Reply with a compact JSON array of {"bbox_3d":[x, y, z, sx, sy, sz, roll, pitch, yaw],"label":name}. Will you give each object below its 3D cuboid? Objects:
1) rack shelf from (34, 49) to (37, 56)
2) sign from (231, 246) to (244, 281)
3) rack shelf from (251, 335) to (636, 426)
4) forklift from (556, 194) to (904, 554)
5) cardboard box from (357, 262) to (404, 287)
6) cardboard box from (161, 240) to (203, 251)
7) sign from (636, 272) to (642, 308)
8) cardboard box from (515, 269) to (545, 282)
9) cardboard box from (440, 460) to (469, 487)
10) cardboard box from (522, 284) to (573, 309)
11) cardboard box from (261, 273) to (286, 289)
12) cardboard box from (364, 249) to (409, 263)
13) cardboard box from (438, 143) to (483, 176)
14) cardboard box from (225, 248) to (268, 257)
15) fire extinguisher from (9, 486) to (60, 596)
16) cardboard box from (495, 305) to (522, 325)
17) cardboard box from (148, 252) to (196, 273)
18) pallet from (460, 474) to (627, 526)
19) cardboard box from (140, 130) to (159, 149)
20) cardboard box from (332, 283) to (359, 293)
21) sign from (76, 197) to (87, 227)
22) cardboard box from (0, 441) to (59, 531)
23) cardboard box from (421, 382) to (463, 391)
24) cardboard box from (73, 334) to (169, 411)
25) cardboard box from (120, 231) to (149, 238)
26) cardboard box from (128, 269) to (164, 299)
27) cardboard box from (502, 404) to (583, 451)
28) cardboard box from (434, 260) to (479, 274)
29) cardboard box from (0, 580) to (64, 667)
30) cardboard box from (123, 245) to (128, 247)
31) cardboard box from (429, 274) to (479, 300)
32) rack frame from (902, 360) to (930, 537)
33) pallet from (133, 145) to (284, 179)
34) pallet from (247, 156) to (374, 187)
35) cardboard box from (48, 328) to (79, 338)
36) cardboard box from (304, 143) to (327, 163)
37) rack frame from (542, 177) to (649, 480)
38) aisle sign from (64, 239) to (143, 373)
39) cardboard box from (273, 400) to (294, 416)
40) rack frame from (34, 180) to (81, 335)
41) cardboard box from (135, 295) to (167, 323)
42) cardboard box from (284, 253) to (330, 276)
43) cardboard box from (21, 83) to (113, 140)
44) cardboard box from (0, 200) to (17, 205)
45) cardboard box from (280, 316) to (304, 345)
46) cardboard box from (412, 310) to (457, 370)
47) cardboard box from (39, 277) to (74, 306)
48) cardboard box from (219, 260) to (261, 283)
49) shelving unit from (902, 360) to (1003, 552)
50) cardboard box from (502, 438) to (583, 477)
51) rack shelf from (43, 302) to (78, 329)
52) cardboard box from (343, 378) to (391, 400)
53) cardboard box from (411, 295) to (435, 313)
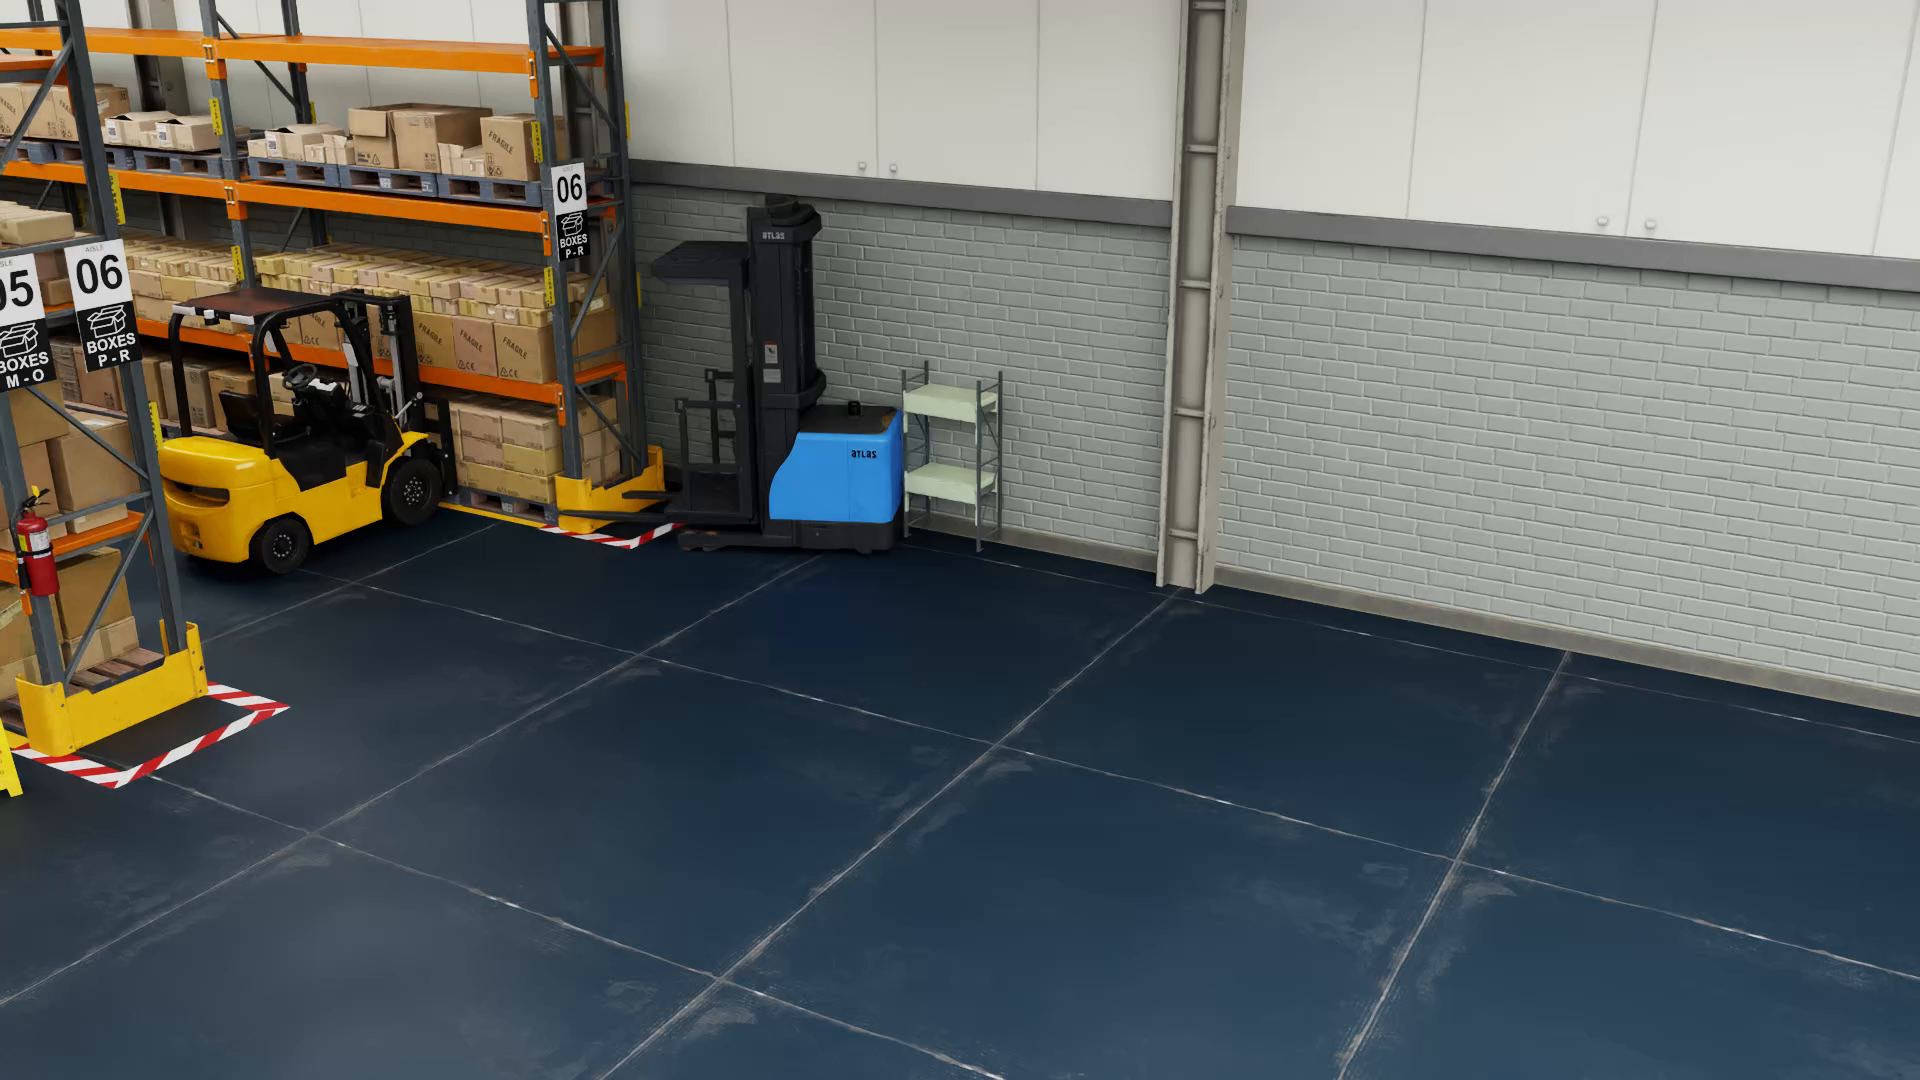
[{"bbox_3d":[-11.948,-5.620,18.601,4.000,0.370,1.077,11,23,27],"label":"rack shelf"},{"bbox_3d":[-6.966,-2.672,16.048,0.005,0.325,0.100,11,23,27],"label":"sign"},{"bbox_3d":[-4.964,-1.657,15.888,4.000,0.370,1.077,11,23,27],"label":"rack shelf"},{"bbox_3d":[-2.022,-1.457,14.382,3.031,2.935,1.130,2,20,6],"label":"forklift"},{"bbox_3d":[-5.413,-2.488,15.588,0.250,0.149,0.380,11,23,27],"label":"cardboard box"},{"bbox_3d":[-8.221,-3.070,17.629,0.250,0.149,0.380,11,23,28],"label":"cardboard box"},{"bbox_3d":[-2.942,-2.271,15.140,0.005,0.325,0.100,11,23,27],"label":"sign"},{"bbox_3d":[-3.857,-2.367,15.256,0.250,0.149,0.380,11,23,28],"label":"cardboard box"},{"bbox_3d":[-4.644,-0.723,15.674,0.500,0.250,0.500,11,23,28],"label":"cardboard box"},{"bbox_3d":[-3.634,-2.151,14.661,0.250,0.149,0.380,11,23,27],"label":"cardboard box"},{"bbox_3d":[-6.560,-2.549,16.192,0.250,0.149,0.380,10,22,26],"label":"cardboard box"},{"bbox_3d":[-5.599,-2.740,16.282,0.250,0.149,0.380,10,22,26],"label":"cardboard box"},{"bbox_3d":[-4.311,-3.344,14.518,0.258,0.266,0.396,11,23,27],"label":"cardboard box"},{"bbox_3d":[-7.339,-2.904,17.173,0.250,0.149,0.380,11,23,27],"label":"cardboard box"},{"bbox_3d":[-5.760,0.008,10.355,0.183,0.674,0.296,11,23,27],"label":"fire extinguisher"},{"bbox_3d":[-3.895,-2.023,14.742,0.250,0.149,0.380,11,23,28],"label":"cardboard box"},{"bbox_3d":[-8.031,-2.831,16.971,0.250,0.149,0.380,10,22,26],"label":"cardboard box"},{"bbox_3d":[-3.906,-0.467,15.640,1.213,0.211,1.003,11,23,27],"label":"pallet"},{"bbox_3d":[-7.818,-3.957,16.380,0.250,0.149,0.380,11,23,27],"label":"cardboard box"},{"bbox_3d":[-5.685,-2.364,15.683,0.250,0.149,0.380,11,22,27],"label":"cardboard box"},{"bbox_3d":[-9.935,-3.703,18.775,0.005,0.325,0.100,11,23,27],"label":"sign"},{"bbox_3d":[-6.244,-0.380,10.728,0.500,0.500,0.500,10,22,26],"label":"cardboard box"},{"bbox_3d":[-4.859,-1.430,16.155,0.500,0.250,0.500,10,22,26],"label":"cardboard box"},{"bbox_3d":[-9.090,-1.860,18.259,0.625,0.625,0.875,12,23,29],"label":"cardboard box"},{"bbox_3d":[-9.092,-3.260,18.153,0.250,0.149,0.380,10,22,26],"label":"cardboard box"},{"bbox_3d":[-8.160,-2.668,17.107,0.500,0.250,0.500,11,23,28],"label":"cardboard box"},{"bbox_3d":[-3.772,-1.021,15.030,0.500,0.250,0.500,12,23,29],"label":"cardboard box"},{"bbox_3d":[-4.744,-2.540,15.732,0.250,0.149,0.380,11,23,28],"label":"cardboard box"},{"bbox_3d":[-6.462,0.502,11.195,0.500,0.500,0.500,11,23,28],"label":"cardboard box"},{"bbox_3d":[-8.936,-2.993,17.417,0.250,0.149,0.380,11,23,28],"label":"cardboard box"},{"bbox_3d":[-4.568,-2.293,15.050,0.250,0.149,0.380,11,23,29],"label":"cardboard box"},{"bbox_3d":[-0.380,-0.788,14.455,0.023,1.500,0.400,11,23,29],"label":"rack frame"},{"bbox_3d":[-7.487,-3.791,16.597,1.217,0.209,0.805,10,22,25],"label":"pallet"},{"bbox_3d":[-5.953,-3.562,15.816,1.213,0.211,1.003,11,23,27],"label":"pallet"},{"bbox_3d":[-10.434,-2.169,19.294,0.500,0.500,0.500,12,23,29],"label":"cardboard box"},{"bbox_3d":[-5.796,-3.572,15.317,0.250,0.149,0.380,12,23,29],"label":"cardboard box"},{"bbox_3d":[-3.218,-1.663,14.848,0.127,3.000,1.000,11,23,27],"label":"rack frame"},{"bbox_3d":[-5.430,-1.489,10.555,0.004,0.787,0.394,11,23,27],"label":"aisle sign"},{"bbox_3d":[-6.438,-1.296,16.519,0.500,0.250,0.500,11,23,27],"label":"cardboard box"},{"bbox_3d":[-10.202,-2.993,18.516,0.127,3.000,1.000,11,23,27],"label":"rack frame"},{"bbox_3d":[-8.138,-2.437,17.203,0.500,0.250,0.500,11,23,28],"label":"cardboard box"},{"bbox_3d":[-6.296,-2.667,16.083,0.250,0.149,0.380,11,23,28],"label":"cardboard box"},{"bbox_3d":[-9.200,-4.448,17.217,0.500,0.500,0.700,10,22,26],"label":"cardboard box"},{"bbox_3d":[-6.445,-2.132,10.942,0.250,0.149,0.380,11,23,27],"label":"cardboard box"},{"bbox_3d":[-6.450,-2.224,16.247,0.500,0.500,0.500,10,22,26],"label":"cardboard box"},{"bbox_3d":[-4.672,-1.888,15.321,0.500,0.500,0.500,10,22,26],"label":"cardboard box"},{"bbox_3d":[-5.767,-1.628,10.723,0.250,0.149,0.380,11,23,27],"label":"cardboard box"},{"bbox_3d":[-7.117,-2.671,16.529,0.250,0.149,0.380,12,23,29],"label":"cardboard box"},{"bbox_3d":[-0.065,-0.725,14.279,0.755,1.500,0.431,11,23,29],"label":"shelving unit"},{"bbox_3d":[-3.796,-0.791,15.127,0.500,0.250,0.500,10,22,27],"label":"cardboard box"},{"bbox_3d":[-7.382,-1.589,11.301,4.000,0.370,1.077,11,23,27],"label":"rack shelf"},{"bbox_3d":[-5.559,-1.362,15.968,0.500,0.250,0.500,12,23,29],"label":"cardboard box"},{"bbox_3d":[-4.789,-2.195,15.217,0.250,0.149,0.380,11,23,28],"label":"cardboard box"}]
